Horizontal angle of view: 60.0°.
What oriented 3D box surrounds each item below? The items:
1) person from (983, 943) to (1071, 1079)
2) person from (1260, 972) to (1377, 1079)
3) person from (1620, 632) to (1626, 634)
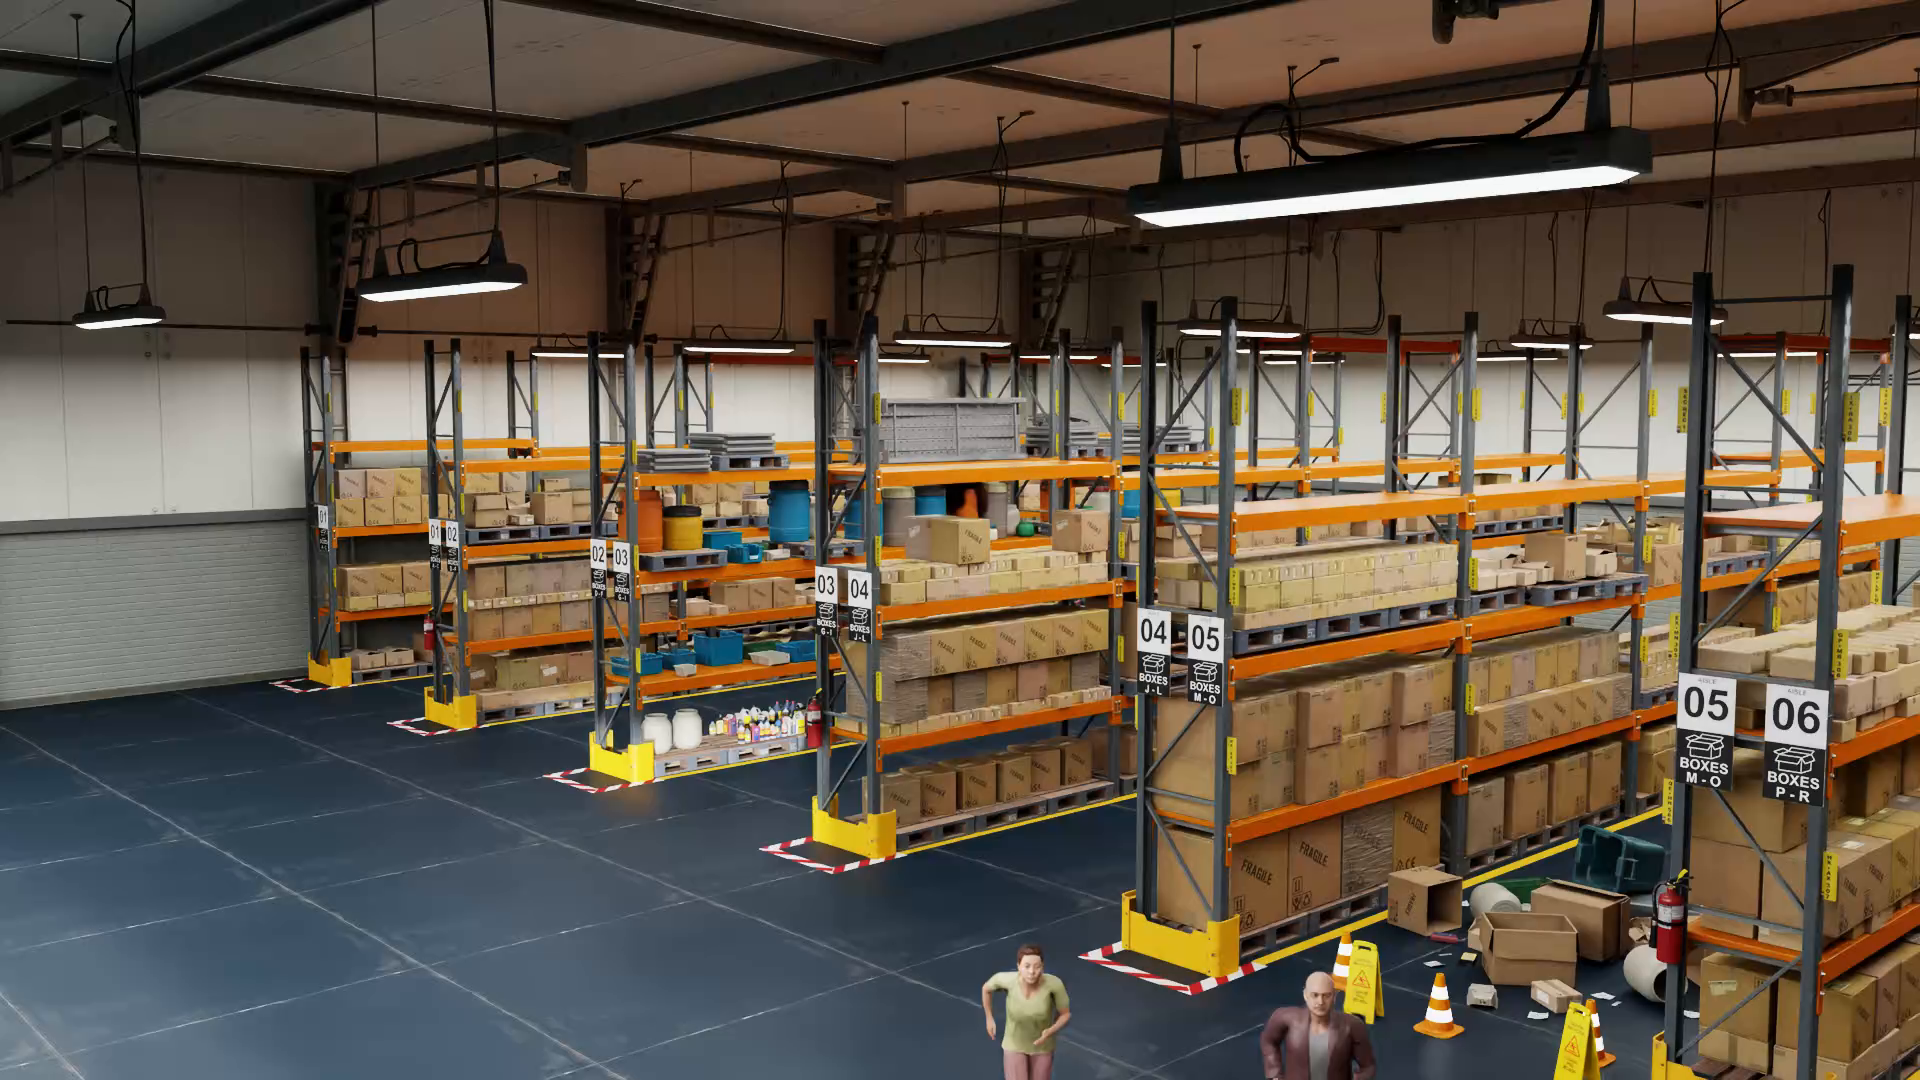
[{"bbox_3d":[0.445,3.413,11.043,0.571,1.597,0.674,0,5,-4],"label":"person"},{"bbox_3d":[2.144,3.418,9.998,0.689,1.759,0.944,1,5,12],"label":"person"},{"bbox_3d":[9.869,2.175,24.816,0.583,1.613,0.586,-4,6,-39],"label":"person"}]
